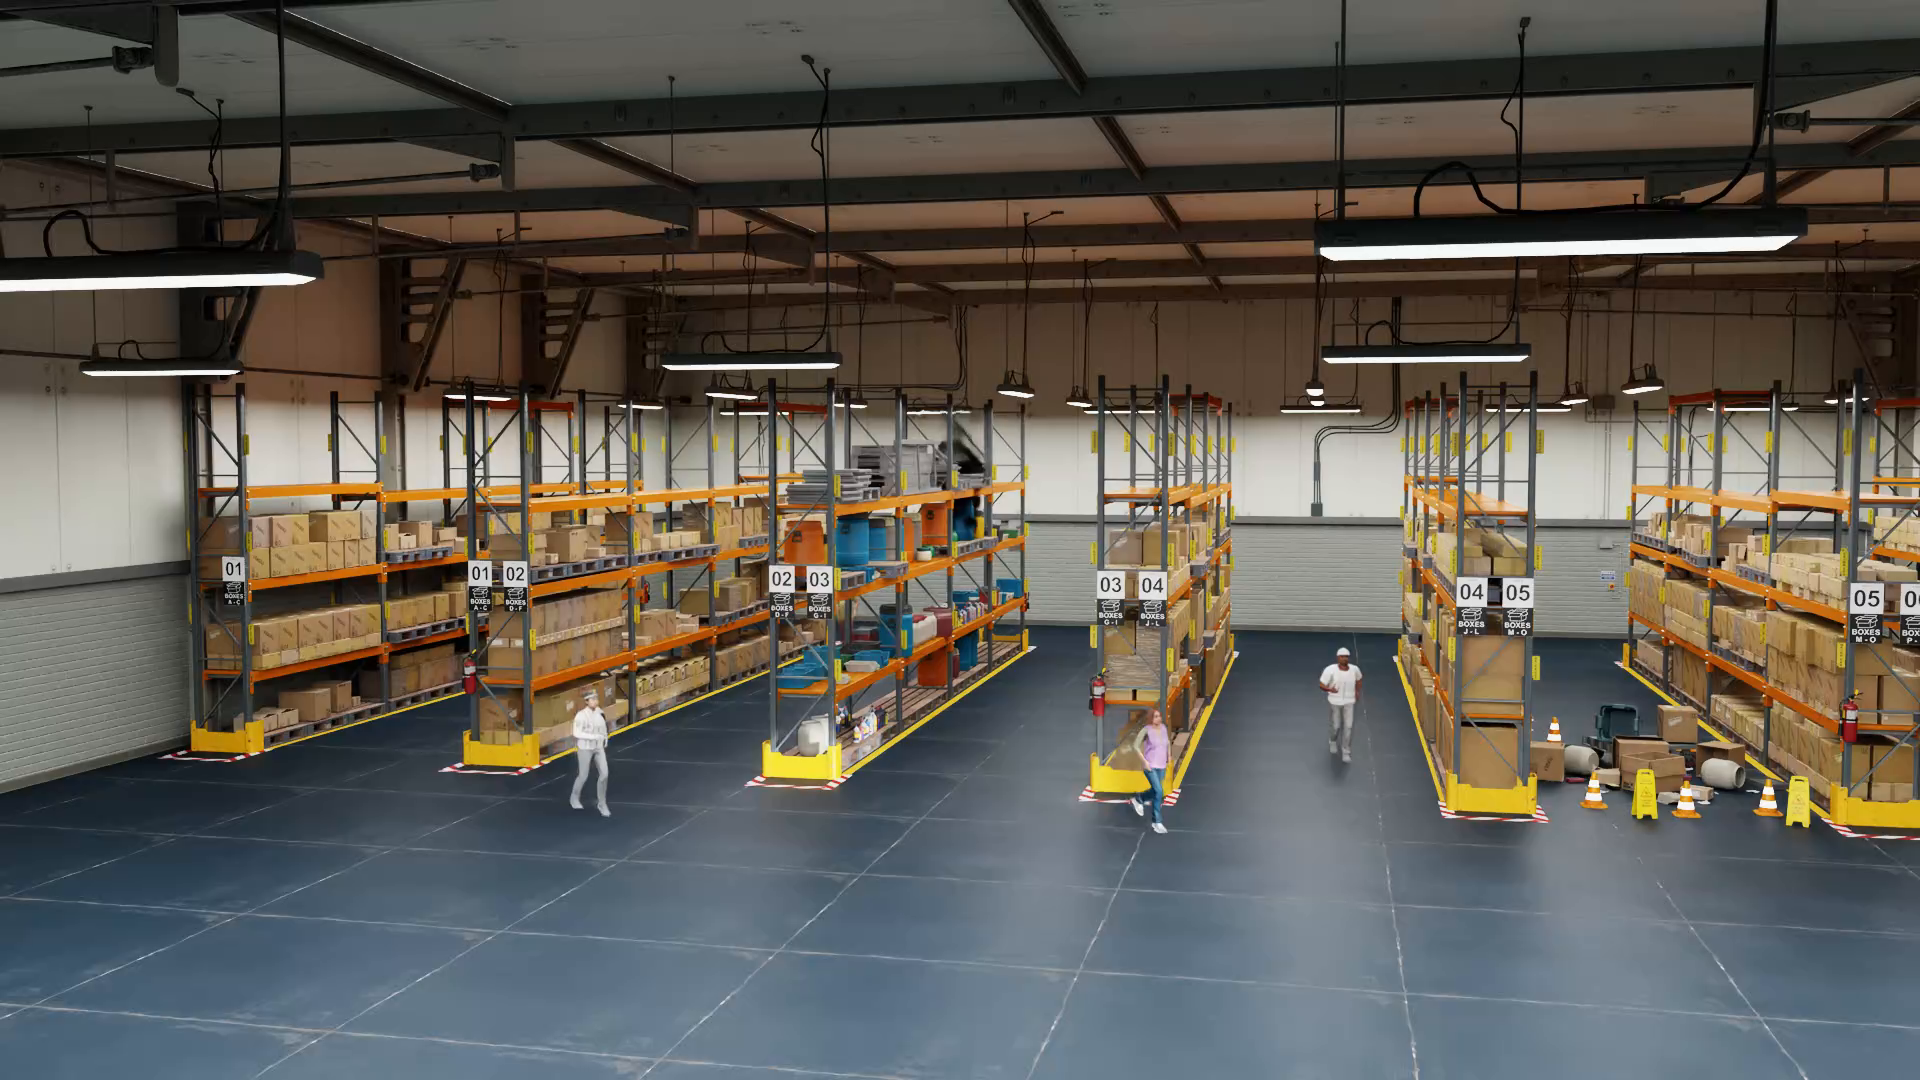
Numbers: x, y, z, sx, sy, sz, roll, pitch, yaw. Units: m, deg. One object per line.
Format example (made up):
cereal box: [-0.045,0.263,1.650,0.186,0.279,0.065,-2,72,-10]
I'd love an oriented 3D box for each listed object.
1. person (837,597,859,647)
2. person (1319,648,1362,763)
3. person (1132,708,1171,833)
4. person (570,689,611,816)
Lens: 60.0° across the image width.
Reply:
person: [-2.529,1.775,36.518,0.576,1.697,0.889,0,3,2]
person: [6.049,2.579,26.341,0.705,1.758,0.911,0,3,3]
person: [2.480,2.974,21.734,0.535,1.608,0.711,-2,4,-31]
person: [-5.005,2.883,22.550,0.745,1.763,0.627,3,4,42]
